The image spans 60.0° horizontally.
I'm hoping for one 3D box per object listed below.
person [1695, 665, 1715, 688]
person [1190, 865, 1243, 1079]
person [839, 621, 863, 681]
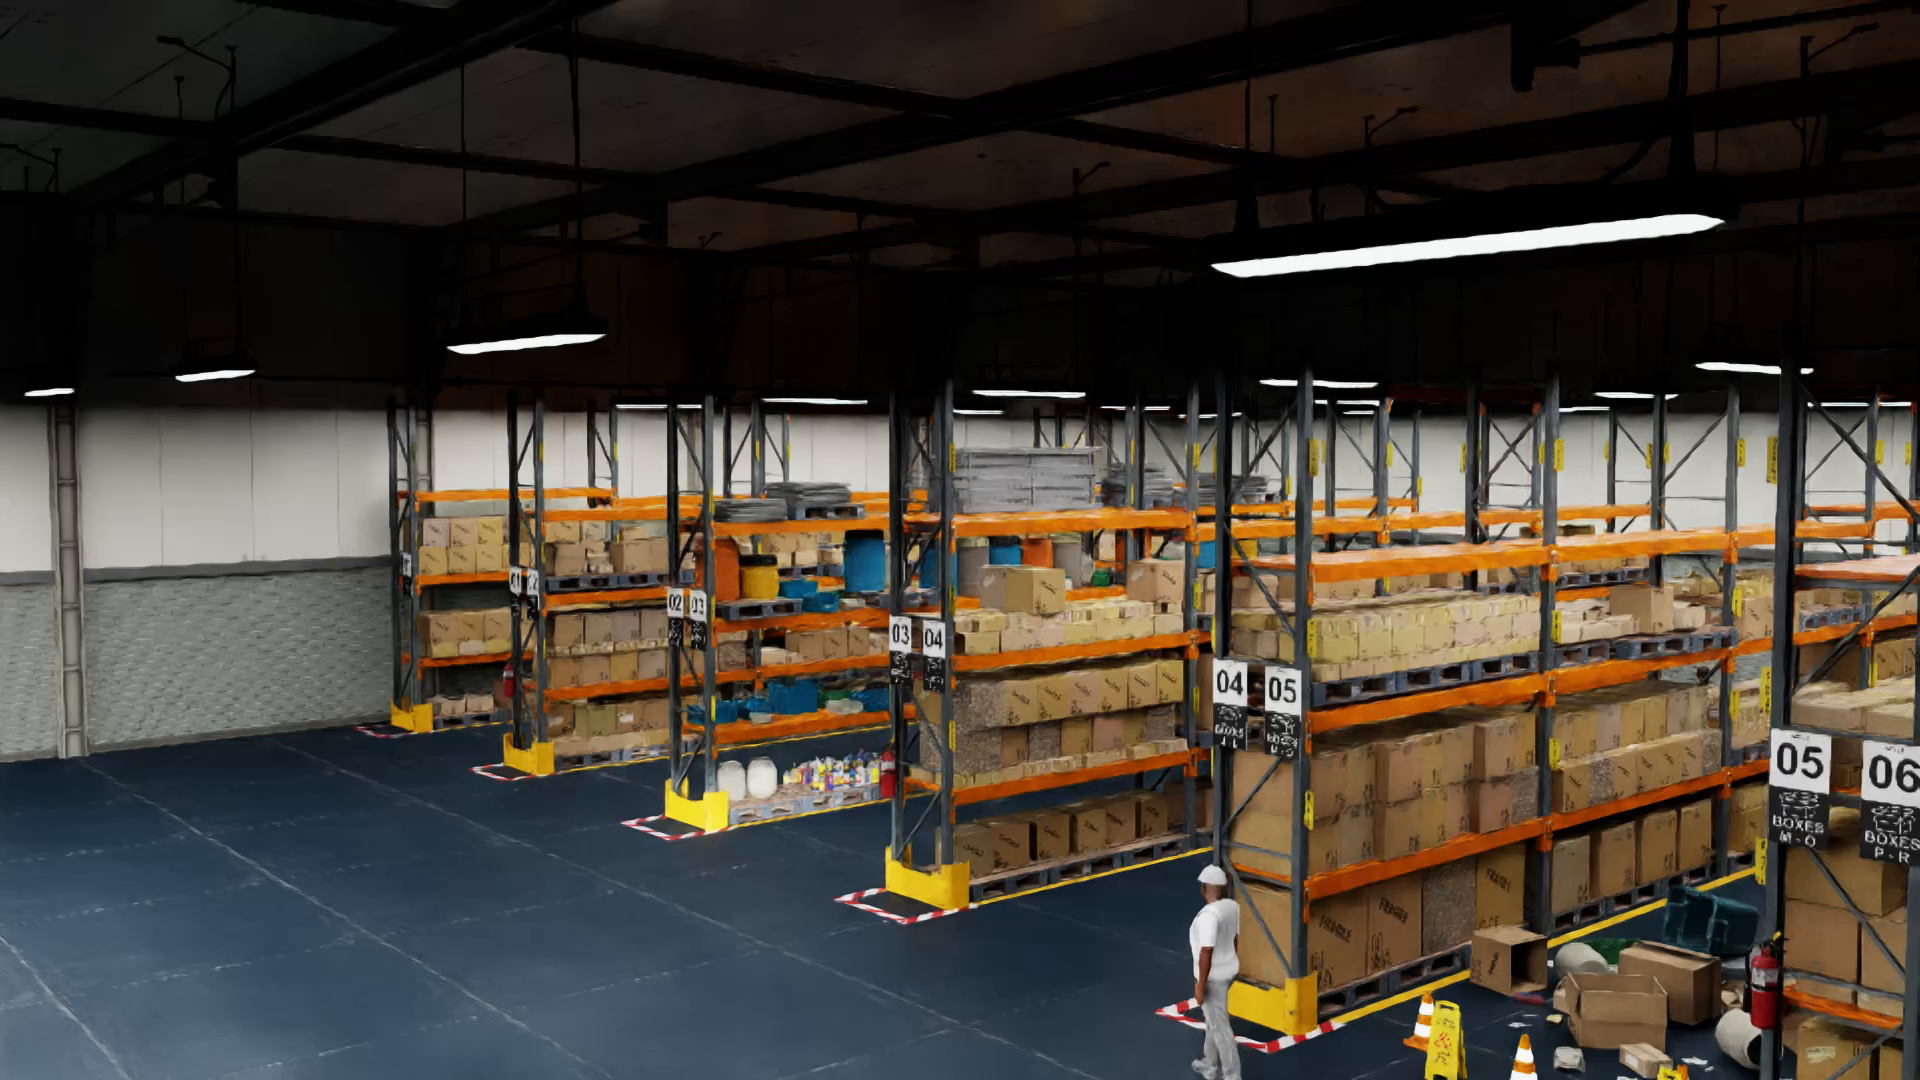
[{"bbox_3d":[11.623,2.790,26.103,0.577,1.665,0.586,-1,4,-20],"label":"person"},{"bbox_3d":[2.050,3.505,13.389,0.550,1.770,0.683,2,4,30],"label":"person"},{"bbox_3d":[-2.323,2.283,34.608,0.571,1.708,1.033,3,4,42],"label":"person"}]
